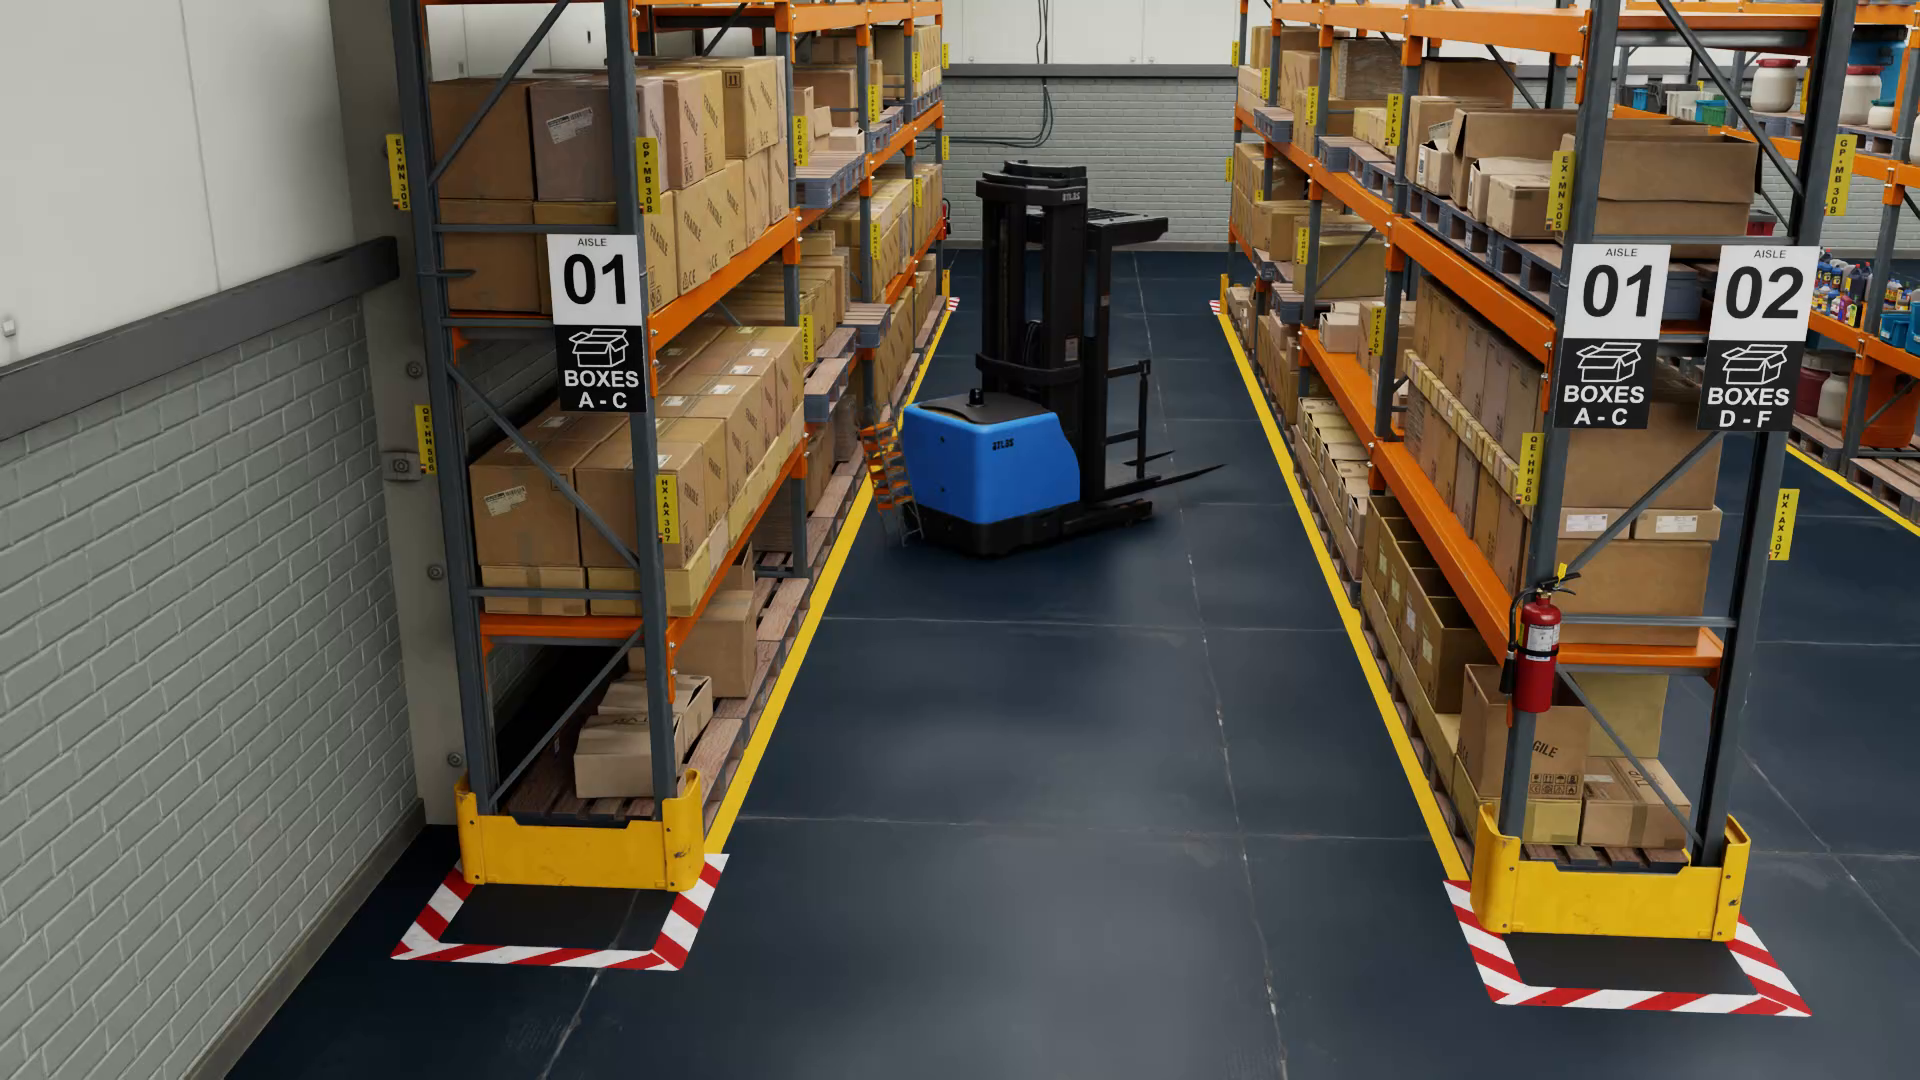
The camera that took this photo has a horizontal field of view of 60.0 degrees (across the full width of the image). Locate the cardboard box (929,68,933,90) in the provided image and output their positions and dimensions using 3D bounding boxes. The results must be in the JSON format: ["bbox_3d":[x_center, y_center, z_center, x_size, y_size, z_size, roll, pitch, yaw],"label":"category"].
[{"bbox_3d":[-0.599,-5.755,20.759,0.500,0.250,0.500,1,18,2],"label":"cardboard box"}]

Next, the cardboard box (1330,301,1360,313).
[{"bbox_3d":[3.555,-1.963,14.739,0.500,0.311,0.500,2,18,7],"label":"cardboard box"}]

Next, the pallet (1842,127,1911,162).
[{"bbox_3d":[8.718,-3.576,15.006,1.003,0.211,1.213,1,18,4],"label":"pallet"}]

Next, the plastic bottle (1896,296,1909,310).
[{"bbox_3d":[8.826,-2.179,15.574,0.097,0.201,0.097,0,18,0],"label":"plastic bottle"}]

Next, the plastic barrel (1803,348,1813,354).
[{"bbox_3d":[8.616,-1.703,17.124,0.421,0.512,0.421,0,18,0],"label":"plastic barrel"}]

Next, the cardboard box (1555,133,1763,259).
[{"bbox_3d":[3.097,-1.551,7.458,0.797,0.503,0.637,3,18,8],"label":"cardboard box"}]

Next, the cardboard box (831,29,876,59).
[{"bbox_3d":[-1.212,-5.648,19.228,0.500,0.500,0.500,1,18,3],"label":"cardboard box"}]

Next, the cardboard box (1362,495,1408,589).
[{"bbox_3d":[2.993,0.013,11.103,0.500,0.500,0.500,1,18,4],"label":"cardboard box"}]

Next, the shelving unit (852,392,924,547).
[{"bbox_3d":[-0.565,-0.550,13.123,0.189,1.200,0.258,0,18,45],"label":"shelving unit"}]

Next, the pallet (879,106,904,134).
[{"bbox_3d":[-1.046,-4.517,17.882,0.805,0.209,1.217,1,18,2],"label":"pallet"}]

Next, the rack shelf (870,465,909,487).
[{"bbox_3d":[-0.555,-0.508,13.133,0.180,0.103,0.258,0,18,45],"label":"rack shelf"}]

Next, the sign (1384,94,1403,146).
[{"bbox_3d":[2.796,-2.704,10.706,0.100,0.325,0.005,1,18,4],"label":"sign"}]

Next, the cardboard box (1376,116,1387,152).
[{"bbox_3d":[3.577,-3.188,13.084,0.500,0.250,0.500,1,18,3],"label":"cardboard box"}]

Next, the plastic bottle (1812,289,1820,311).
[{"bbox_3d":[8.247,-2.304,15.957,0.097,0.201,0.097,0,18,0],"label":"plastic bottle"}]

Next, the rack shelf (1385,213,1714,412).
[{"bbox_3d":[3.195,-1.337,9.024,1.077,0.370,4.000,1,18,4],"label":"rack shelf"}]

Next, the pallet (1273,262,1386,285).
[{"bbox_3d":[3.760,-2.630,16.940,1.003,0.211,1.213,1,18,4],"label":"pallet"}]

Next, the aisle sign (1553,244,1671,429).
[{"bbox_3d":[2.754,-0.854,7.037,0.394,0.787,0.004,1,18,4],"label":"aisle sign"}]

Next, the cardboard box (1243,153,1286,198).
[{"bbox_3d":[3.798,-4.517,20.624,0.500,0.500,0.500,1,18,3],"label":"cardboard box"}]

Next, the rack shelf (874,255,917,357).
[{"bbox_3d":[-1.173,-2.506,17.408,1.077,0.370,4.000,1,18,4],"label":"rack shelf"}]

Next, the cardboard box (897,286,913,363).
[{"bbox_3d":[-0.946,-2.442,18.836,0.750,0.750,0.750,1,18,5],"label":"cardboard box"}]

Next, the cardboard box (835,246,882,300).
[{"bbox_3d":[-1.026,-2.570,15.778,0.500,0.500,0.500,2,18,6],"label":"cardboard box"}]

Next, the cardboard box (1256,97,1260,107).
[{"bbox_3d":[3.728,-5.025,19.366,0.500,0.250,0.500,1,18,4],"label":"cardboard box"}]

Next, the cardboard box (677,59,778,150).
[{"bbox_3d":[-1.397,-2.609,9.951,0.500,0.500,0.500,2,18,7],"label":"cardboard box"}]

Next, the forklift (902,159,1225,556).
[{"bbox_3d":[0.981,-1.630,13.690,3.031,2.935,1.130,-15,23,-38],"label":"forklift"}]

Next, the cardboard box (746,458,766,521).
[{"bbox_3d":[-1.434,-0.301,9.733,0.500,0.250,0.500,1,18,4],"label":"cardboard box"}]

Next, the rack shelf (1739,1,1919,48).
[{"bbox_3d":[8.709,-4.945,15.861,1.077,0.370,4.000,1,18,4],"label":"rack shelf"}]

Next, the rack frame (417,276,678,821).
[{"bbox_3d":[-1.890,0.258,7.818,1.000,3.000,0.127,1,18,4],"label":"rack frame"}]

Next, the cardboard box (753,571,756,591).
[{"bbox_3d":[-1.611,0.320,11.473,0.380,0.166,0.250,-1,18,-3],"label":"cardboard box"}]

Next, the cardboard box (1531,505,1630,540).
[{"bbox_3d":[2.889,-0.111,7.742,0.380,0.149,0.250,1,18,3],"label":"cardboard box"}]

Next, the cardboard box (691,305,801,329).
[{"bbox_3d":[-1.532,-1.398,12.005,0.700,0.500,0.500,1,18,4],"label":"cardboard box"}]

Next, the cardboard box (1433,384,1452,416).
[{"bbox_3d":[3.054,-0.834,9.949,0.380,0.149,0.250,1,18,2],"label":"cardboard box"}]

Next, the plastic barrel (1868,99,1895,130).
[{"bbox_3d":[8.496,-3.901,15.241,0.301,0.262,0.301,0,18,0],"label":"plastic barrel"}]

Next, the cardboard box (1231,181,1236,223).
[{"bbox_3d":[3.904,-4.517,22.231,0.500,0.500,0.500,2,18,5],"label":"cardboard box"}]

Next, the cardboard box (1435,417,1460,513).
[{"bbox_3d":[3.242,-0.465,9.863,0.700,0.500,0.500,2,18,5],"label":"cardboard box"}]

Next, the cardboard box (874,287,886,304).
[{"bbox_3d":[-0.931,-2.372,16.217,0.380,0.149,0.250,2,18,6],"label":"cardboard box"}]

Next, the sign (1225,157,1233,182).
[{"bbox_3d":[3.657,-5.025,22.551,0.100,0.325,0.005,1,18,4],"label":"sign"}]

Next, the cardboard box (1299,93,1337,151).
[{"bbox_3d":[3.659,-3.885,15.483,0.910,0.500,0.500,1,18,4],"label":"cardboard box"}]

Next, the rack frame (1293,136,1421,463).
[{"bbox_3d":[3.625,-2.117,15.067,1.000,3.000,0.127,1,18,4],"label":"rack frame"}]

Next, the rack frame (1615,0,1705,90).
[{"bbox_3d":[9.139,-7.341,21.374,1.000,3.000,0.127,1,18,4],"label":"rack frame"}]

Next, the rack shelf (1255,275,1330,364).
[{"bbox_3d":[3.769,-2.396,17.074,1.077,0.370,4.000,1,18,4],"label":"rack shelf"}]

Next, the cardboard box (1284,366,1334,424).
[{"bbox_3d":[3.458,-1.434,16.290,0.500,0.500,0.500,2,18,6],"label":"cardboard box"}]

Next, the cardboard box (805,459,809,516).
[{"bbox_3d":[-1.580,-0.396,13.122,0.700,0.500,0.500,1,18,3],"label":"cardboard box"}]

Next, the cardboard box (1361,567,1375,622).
[{"bbox_3d":[3.003,0.370,11.219,0.500,0.250,0.500,1,18,4],"label":"cardboard box"}]

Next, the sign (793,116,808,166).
[{"bbox_3d":[-1.061,-2.645,11.032,0.100,0.325,0.005,1,18,4],"label":"sign"}]

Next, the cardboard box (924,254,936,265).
[{"bbox_3d":[-0.520,-3.767,22.402,0.380,0.149,0.250,1,18,3],"label":"cardboard box"}]

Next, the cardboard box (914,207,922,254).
[{"bbox_3d":[-0.974,-3.779,19.658,0.980,0.700,0.700,2,18,5],"label":"cardboard box"}]

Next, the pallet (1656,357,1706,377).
[{"bbox_3d":[8.866,-2.152,19.651,1.003,0.211,1.213,1,18,4],"label":"pallet"}]

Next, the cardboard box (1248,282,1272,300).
[{"bbox_3d":[4.041,-2.966,20.959,0.797,0.503,0.637,1,18,4],"label":"cardboard box"}]

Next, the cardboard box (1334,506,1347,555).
[{"bbox_3d":[3.117,-0.060,12.530,0.500,0.250,0.500,1,18,3],"label":"cardboard box"}]

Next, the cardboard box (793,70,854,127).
[{"bbox_3d":[-1.339,-4.057,15.304,0.700,0.500,0.500,0,18,0],"label":"cardboard box"}]

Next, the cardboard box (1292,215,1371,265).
[{"bbox_3d":[3.847,-3.056,17.098,0.700,0.500,0.500,-3,18,-10],"label":"cardboard box"}]

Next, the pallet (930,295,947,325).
[{"bbox_3d":[-0.722,-3.136,22.654,1.003,0.211,1.213,1,18,4],"label":"pallet"}]

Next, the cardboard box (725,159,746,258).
[{"bbox_3d":[-1.492,-1.817,9.140,0.500,0.500,0.500,2,18,7],"label":"cardboard box"}]

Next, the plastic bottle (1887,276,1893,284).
[{"bbox_3d":[9.047,-2.435,16.224,0.061,0.283,0.133,1,18,4],"label":"plastic bottle"}]

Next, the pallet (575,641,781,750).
[{"bbox_3d":[-1.701,0.930,10.245,1.003,0.211,1.213,1,18,4],"label":"pallet"}]

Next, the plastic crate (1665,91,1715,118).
[{"bbox_3d":[8.672,-5.178,19.780,0.437,0.282,0.530,1,18,4],"label":"plastic crate"}]

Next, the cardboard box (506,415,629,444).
[{"bbox_3d":[-2.022,-0.344,8.659,0.500,0.500,0.500,2,18,5],"label":"cardboard box"}]

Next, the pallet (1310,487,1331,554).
[{"bbox_3d":[3.437,-0.159,13.570,1.003,0.211,1.213,1,18,4],"label":"pallet"}]
